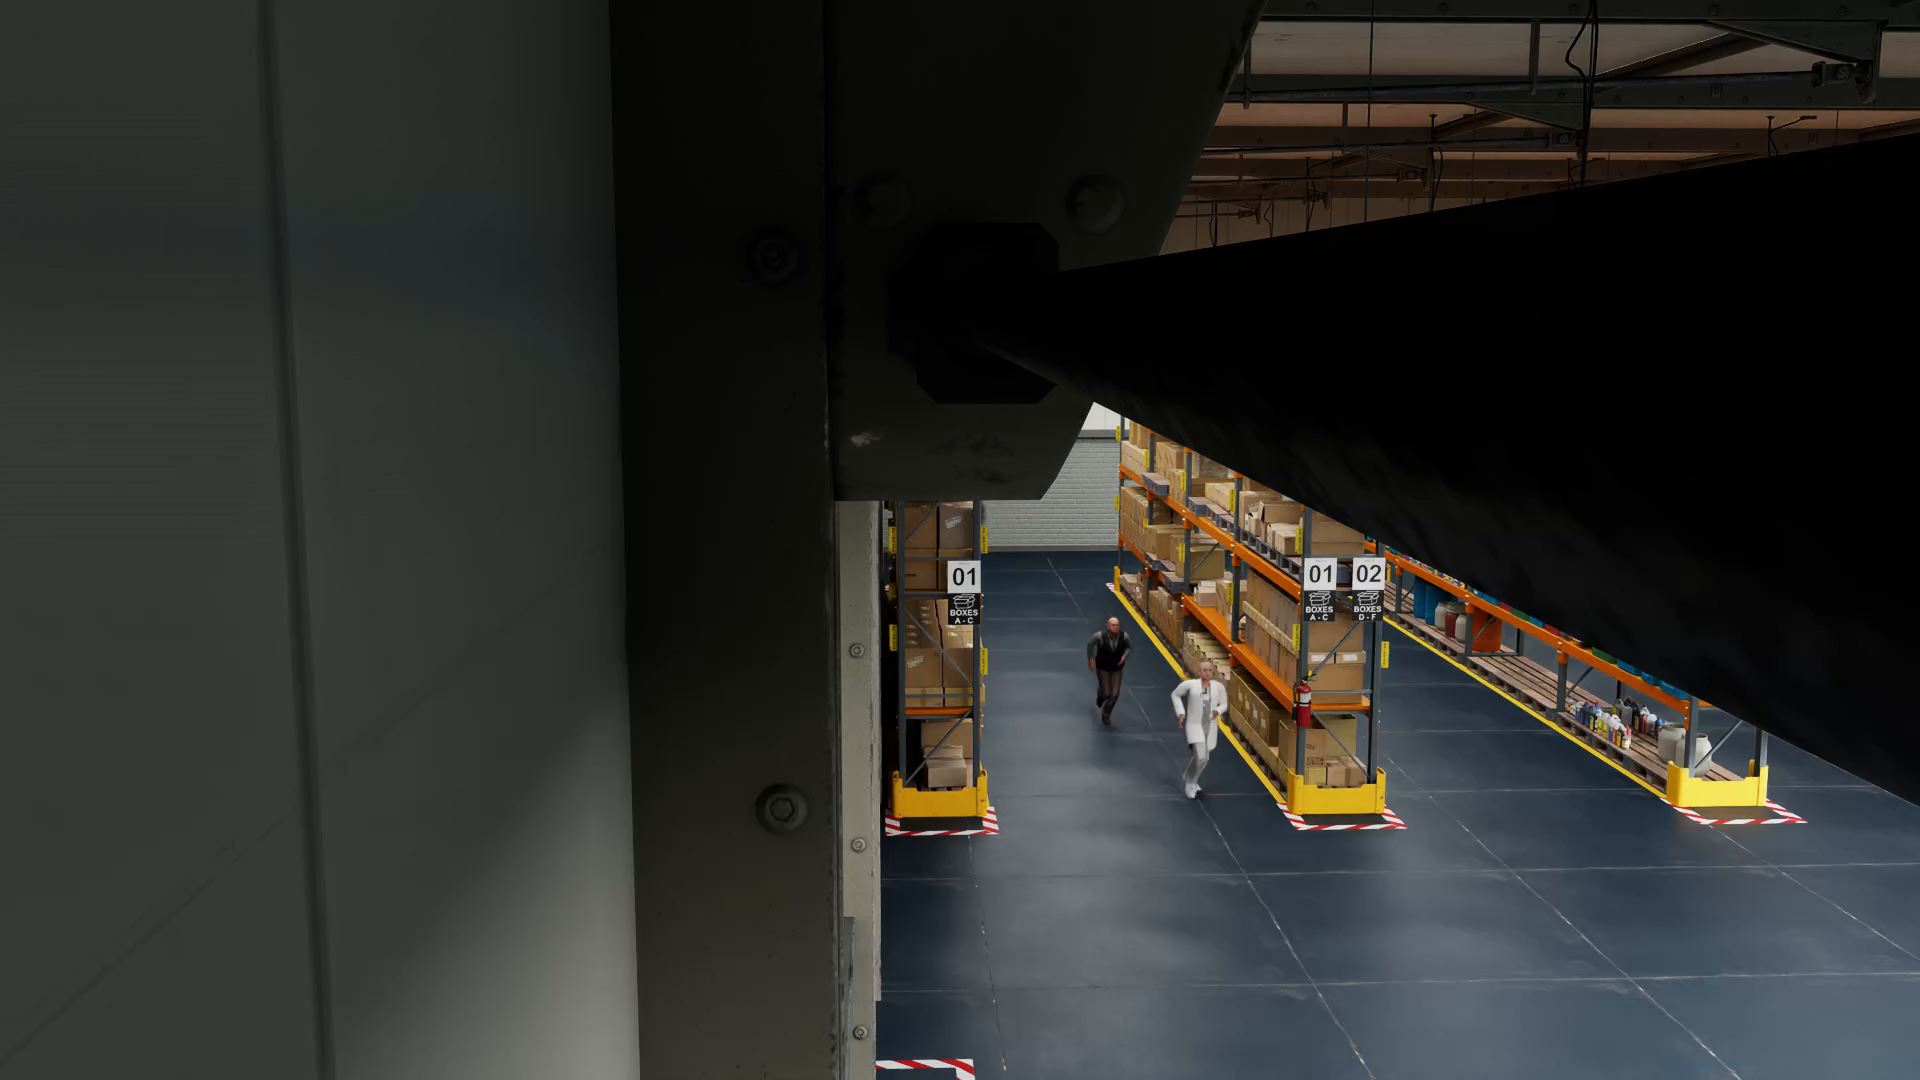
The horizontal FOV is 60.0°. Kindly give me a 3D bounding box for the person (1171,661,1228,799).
[{"bbox_3d":[3.097,2.423,21.269,0.662,1.771,0.731,-2,9,-15],"label":"person"}]

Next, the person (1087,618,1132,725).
[{"bbox_3d":[2.245,1.949,24.974,0.647,1.657,0.739,-2,8,-13],"label":"person"}]
